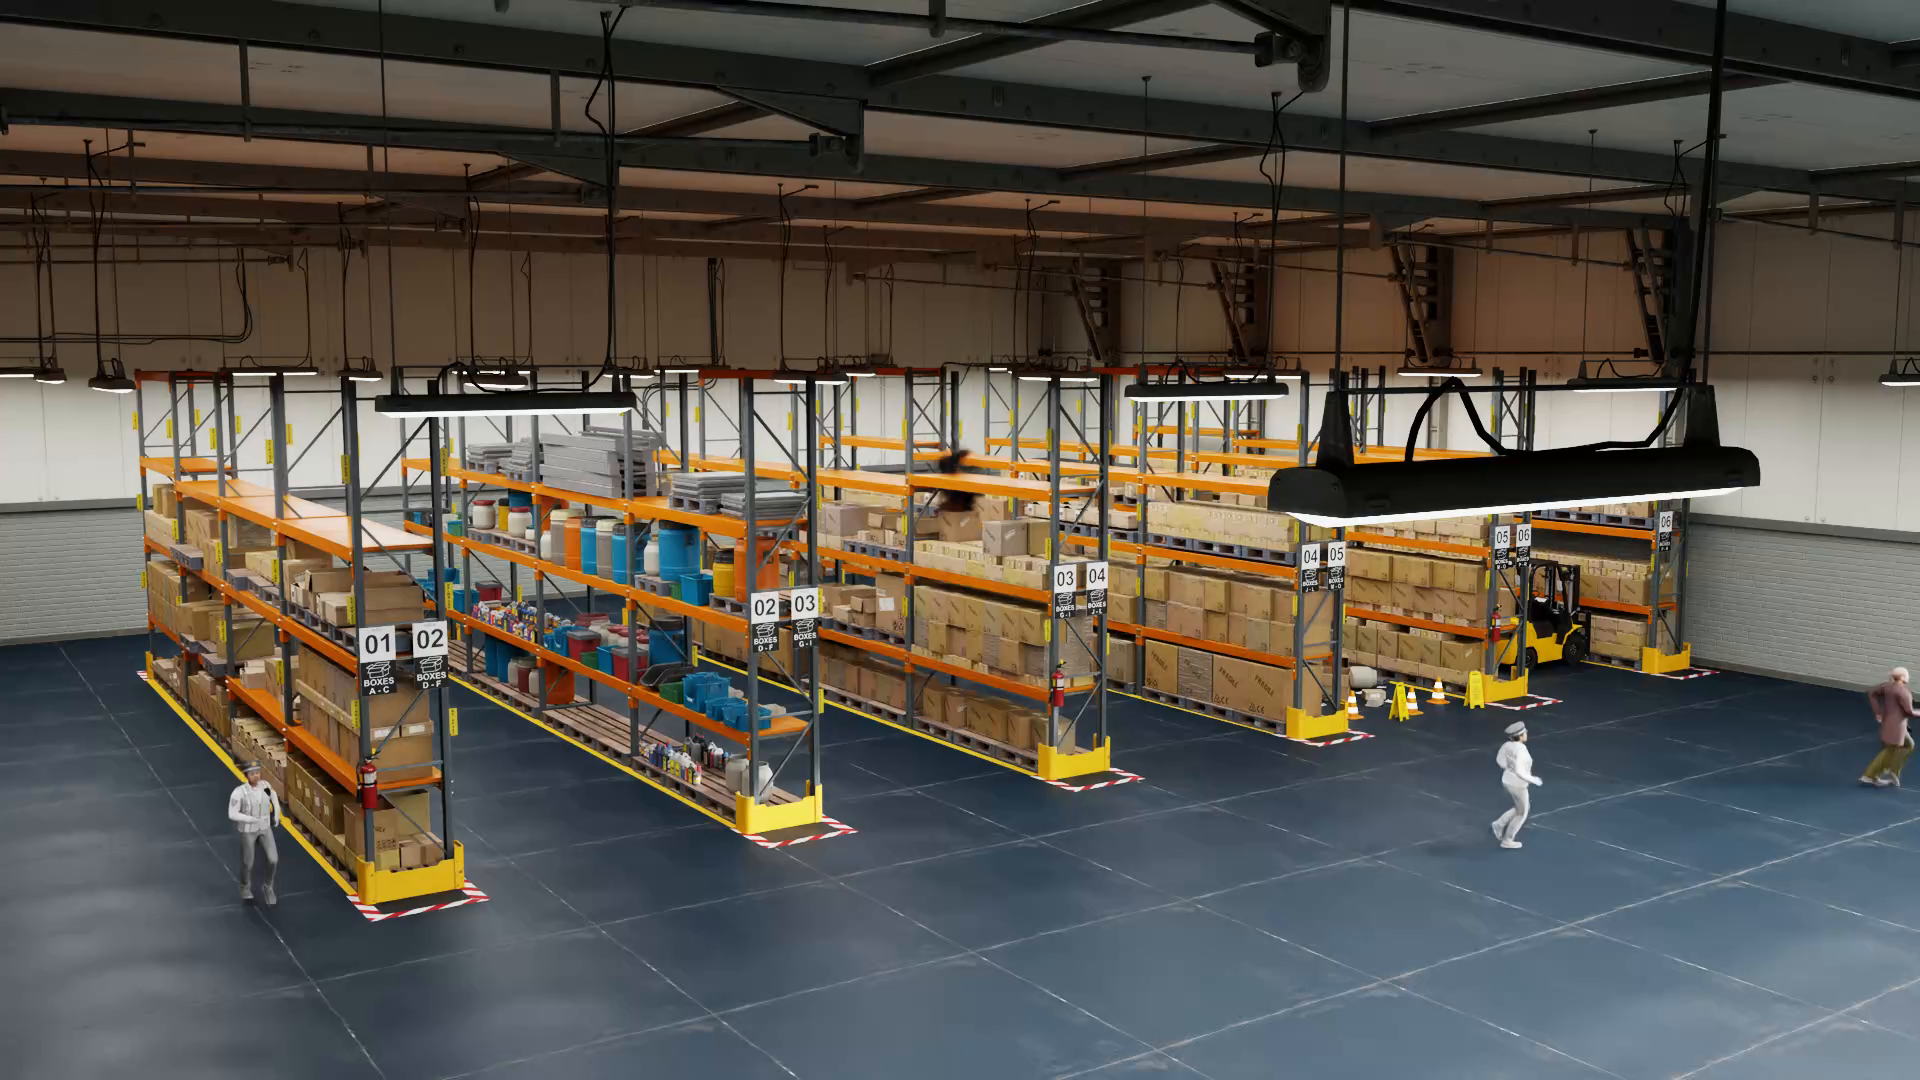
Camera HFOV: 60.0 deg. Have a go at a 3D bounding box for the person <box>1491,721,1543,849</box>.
[{"bbox_3d":[7.111,3.120,21.200,0.519,1.651,0.592,-1,6,-5],"label":"person"}]

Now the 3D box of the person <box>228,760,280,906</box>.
[{"bbox_3d":[-8.050,3.360,19.048,0.637,1.737,0.689,-6,9,-44],"label":"person"}]

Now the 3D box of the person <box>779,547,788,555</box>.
[{"bbox_3d":[-4.478,0.912,41.058,0.748,1.571,0.777,3,7,24],"label":"person"}]

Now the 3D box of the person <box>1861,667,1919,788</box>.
[{"bbox_3d":[13.588,2.736,24.147,0.877,1.808,0.668,1,7,10],"label":"person"}]
